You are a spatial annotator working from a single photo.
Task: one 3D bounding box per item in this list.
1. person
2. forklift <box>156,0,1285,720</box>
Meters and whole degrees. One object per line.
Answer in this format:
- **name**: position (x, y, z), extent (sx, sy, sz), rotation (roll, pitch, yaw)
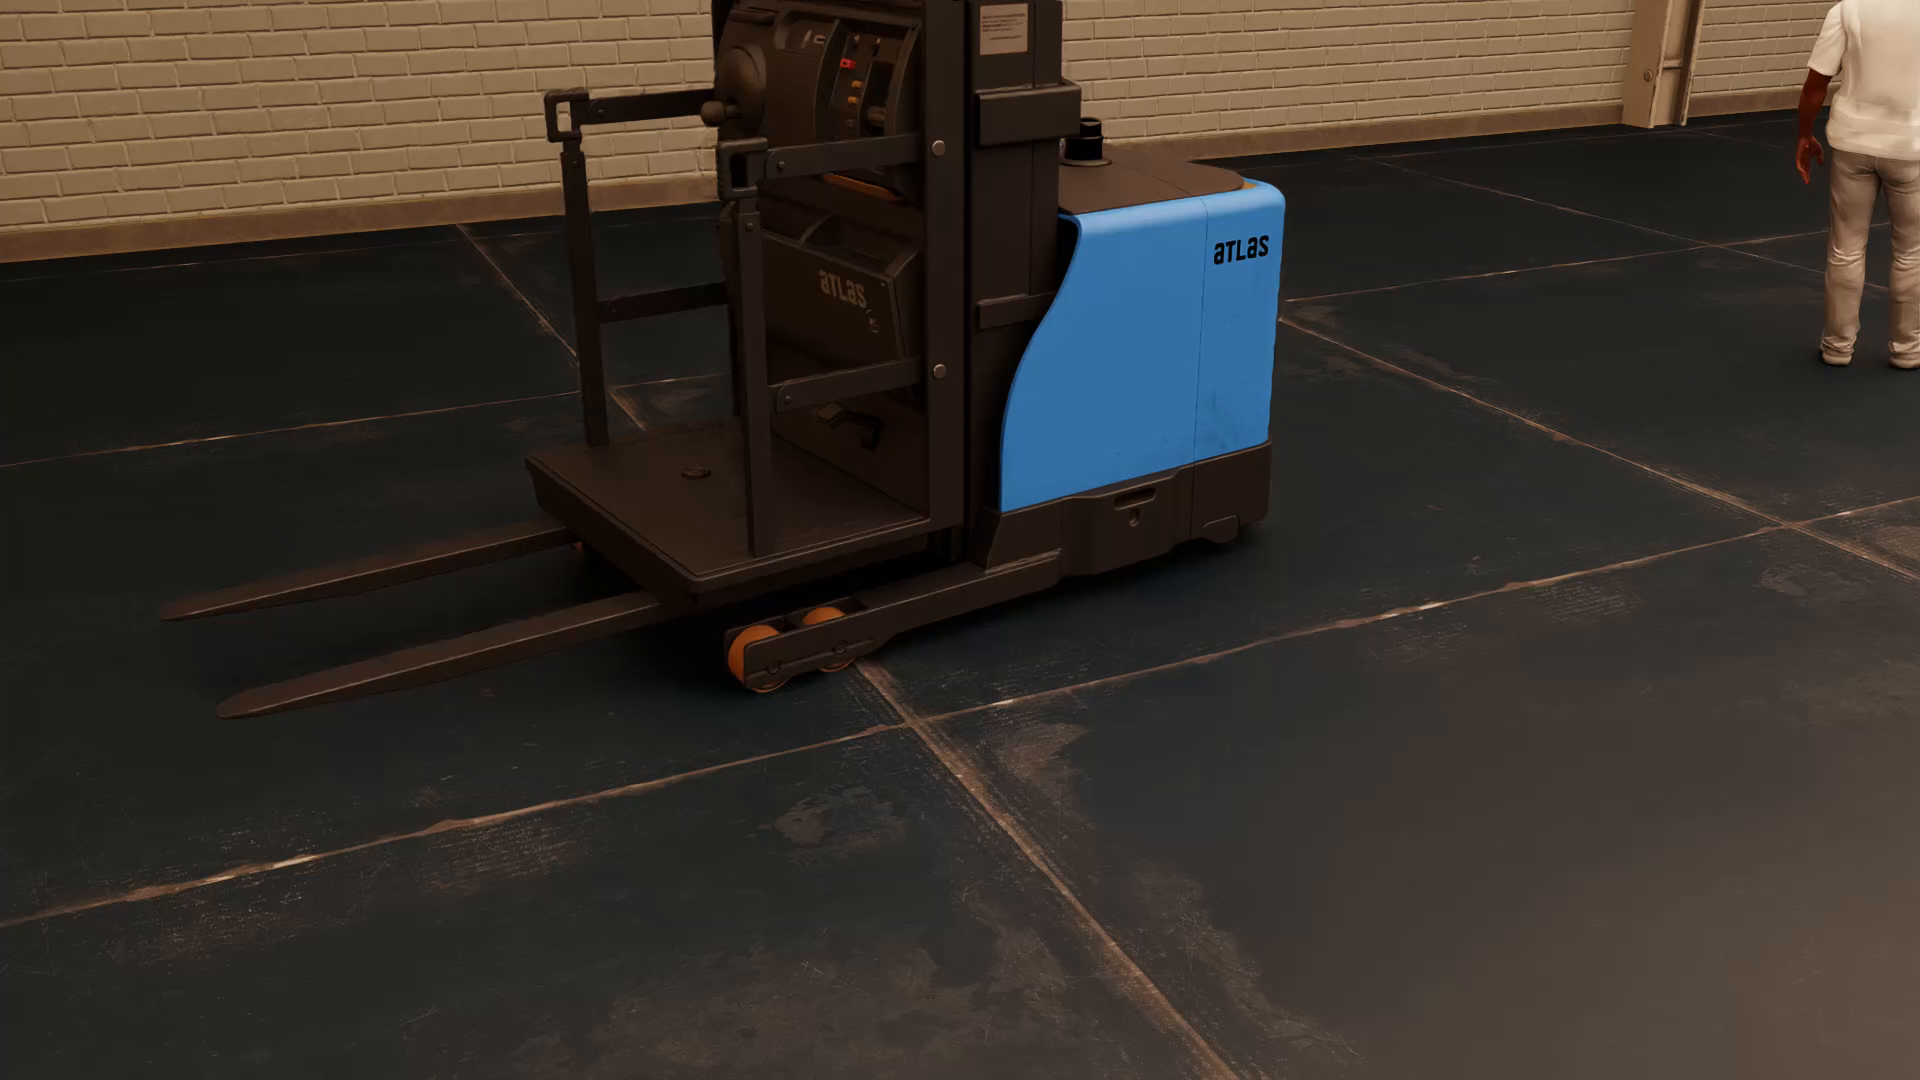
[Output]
- **person**: position (3.668, -1.568, 6.559), extent (0.666, 1.765, 0.578), rotation (16, 27, 34)
- **forklift**: position (-0.553, -1.200, 4.175), extent (3.031, 2.935, 1.130), rotation (-15, 27, -32)
